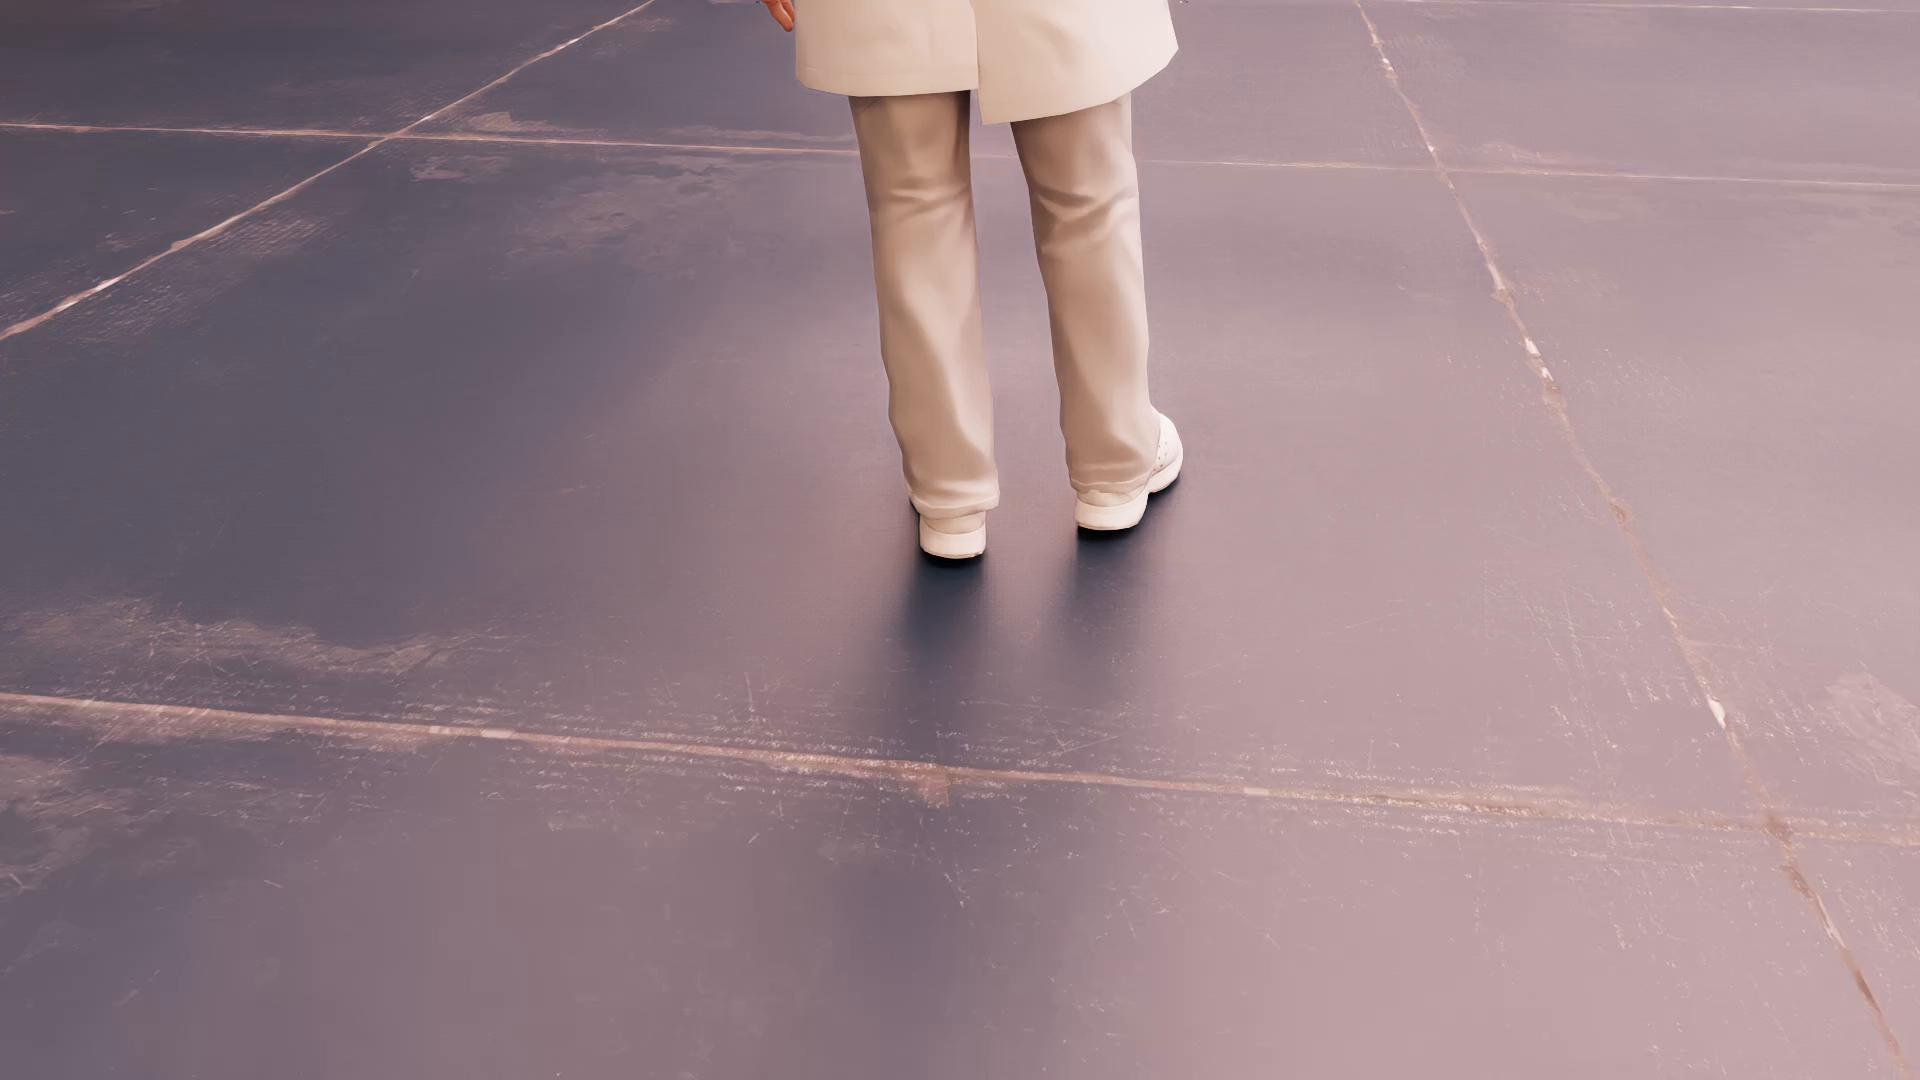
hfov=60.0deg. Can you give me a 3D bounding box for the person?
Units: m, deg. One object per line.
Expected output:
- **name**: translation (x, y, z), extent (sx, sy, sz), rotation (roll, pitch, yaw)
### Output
- **person**: translation (0.017, -0.841, 2.180), extent (0.696, 1.775, 0.581), rotation (3, 27, 7)
